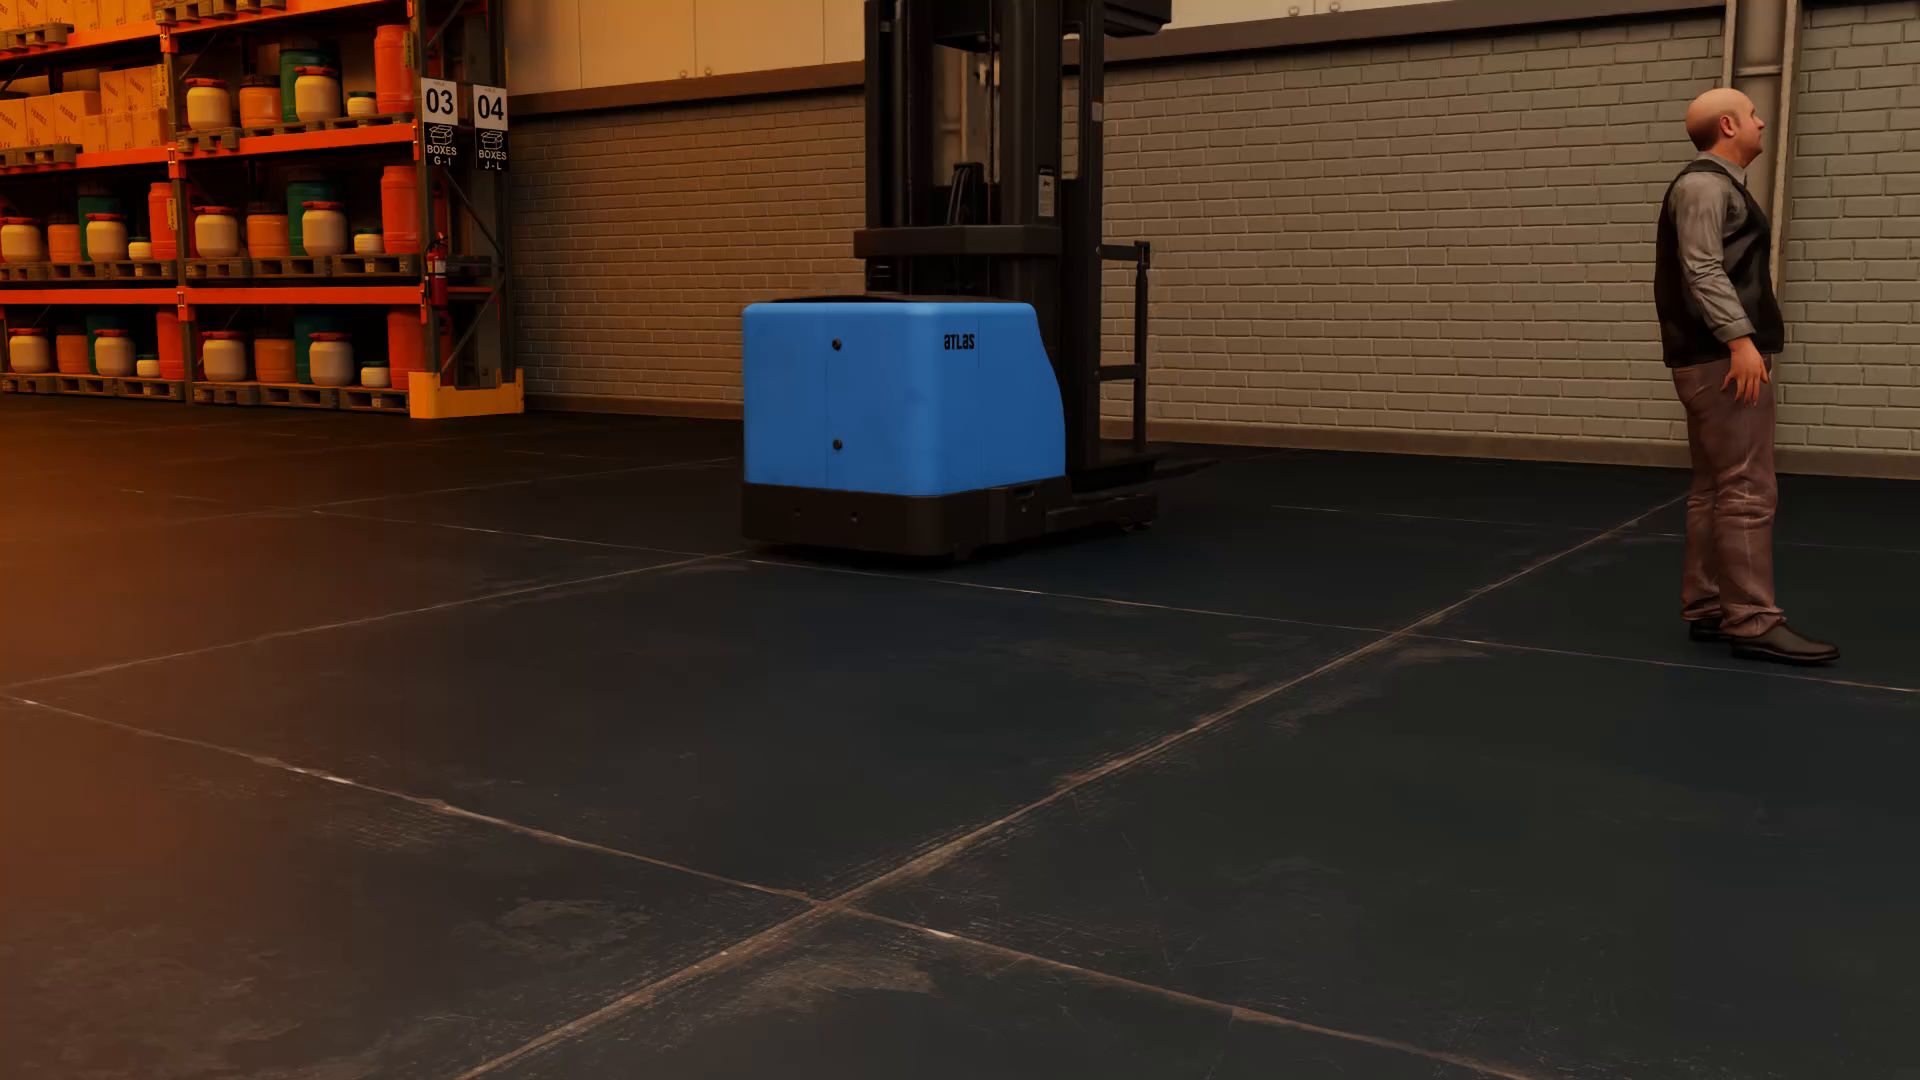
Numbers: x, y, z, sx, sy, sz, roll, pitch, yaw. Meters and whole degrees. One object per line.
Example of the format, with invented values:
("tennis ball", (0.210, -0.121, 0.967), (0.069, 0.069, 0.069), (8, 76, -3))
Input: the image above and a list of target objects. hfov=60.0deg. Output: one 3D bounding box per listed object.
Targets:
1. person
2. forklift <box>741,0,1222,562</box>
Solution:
("person", (2.451, -0.532, 5.175), (0.569, 1.720, 0.632), (3, 9, 22))
("forklift", (0.306, -1.526, 7.922), (1.130, 2.935, 3.031), (6, 10, 34))
